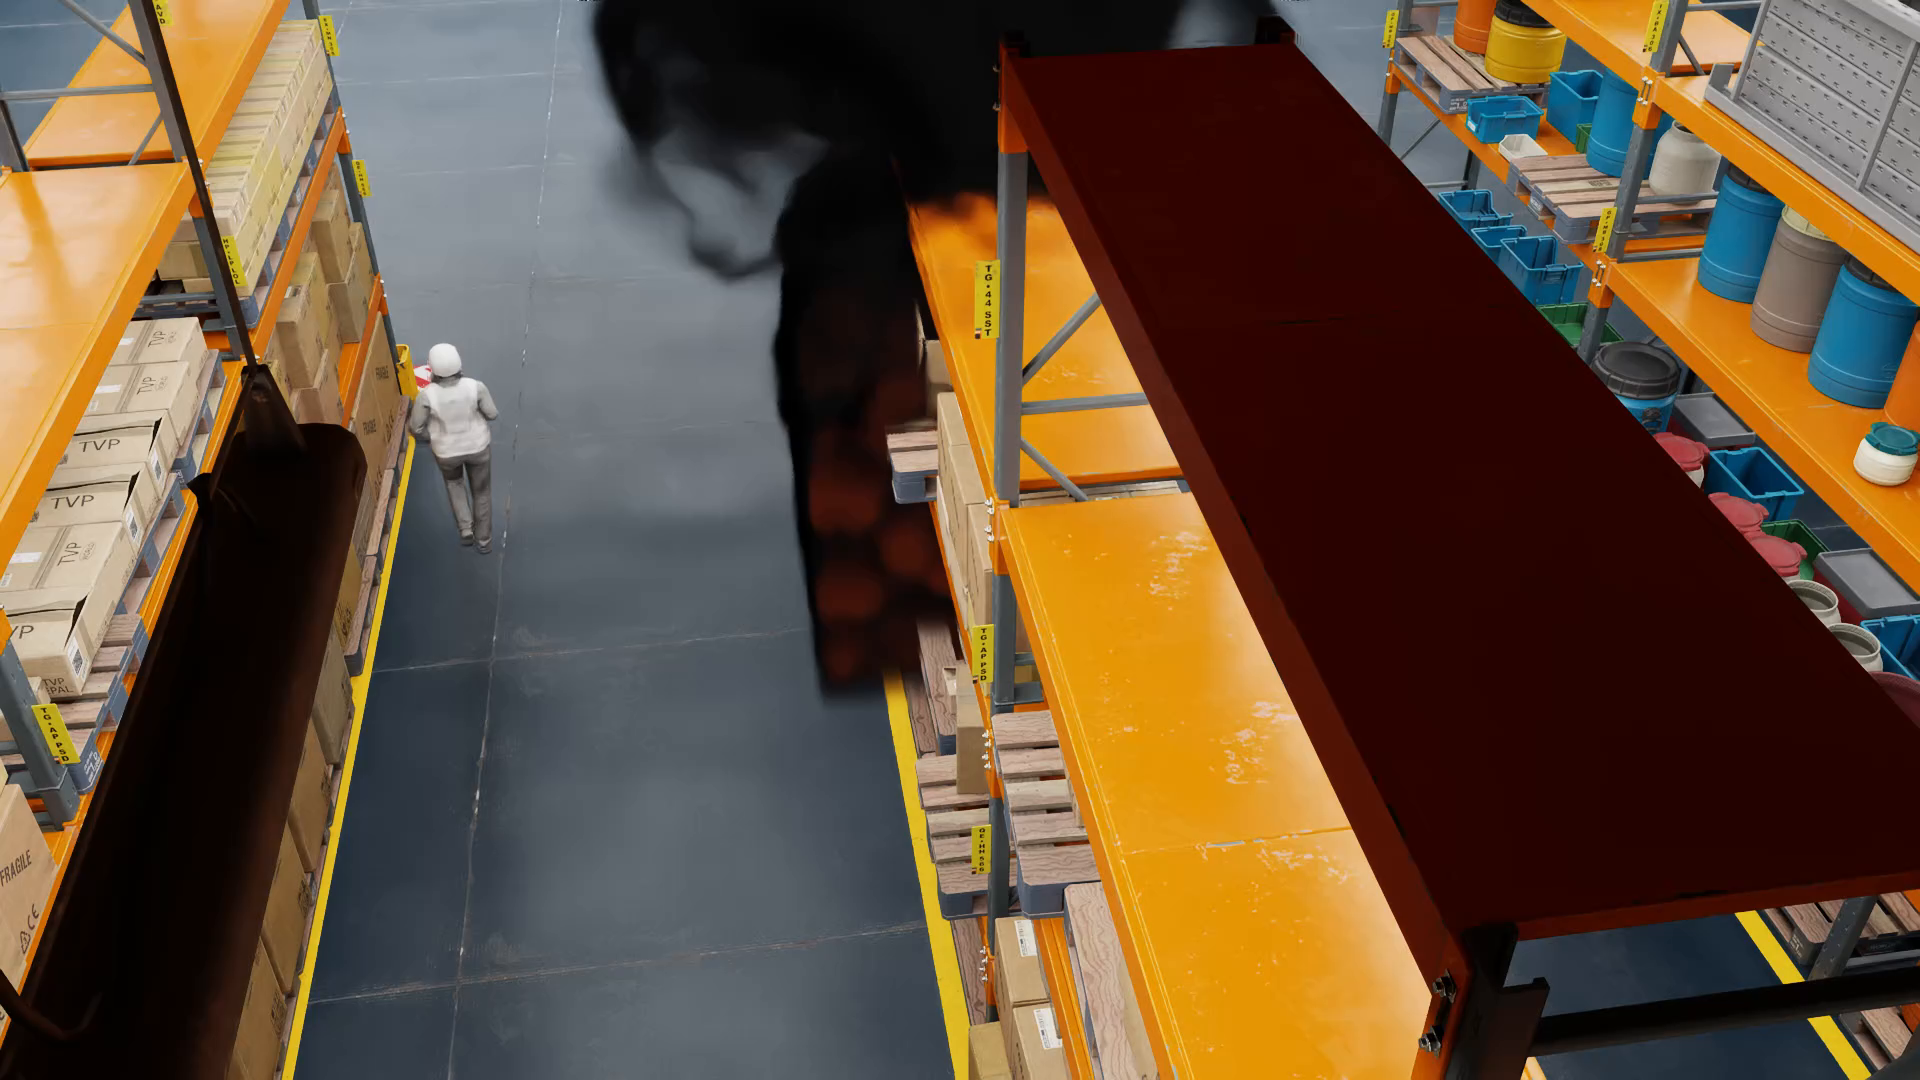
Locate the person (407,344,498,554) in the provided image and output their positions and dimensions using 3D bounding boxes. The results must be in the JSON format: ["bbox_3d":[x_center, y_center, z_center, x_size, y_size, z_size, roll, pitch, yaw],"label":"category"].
[{"bbox_3d":[-3.764,-0.723,12.508,0.647,1.802,0.605,-10,37,-13],"label":"person"}]
